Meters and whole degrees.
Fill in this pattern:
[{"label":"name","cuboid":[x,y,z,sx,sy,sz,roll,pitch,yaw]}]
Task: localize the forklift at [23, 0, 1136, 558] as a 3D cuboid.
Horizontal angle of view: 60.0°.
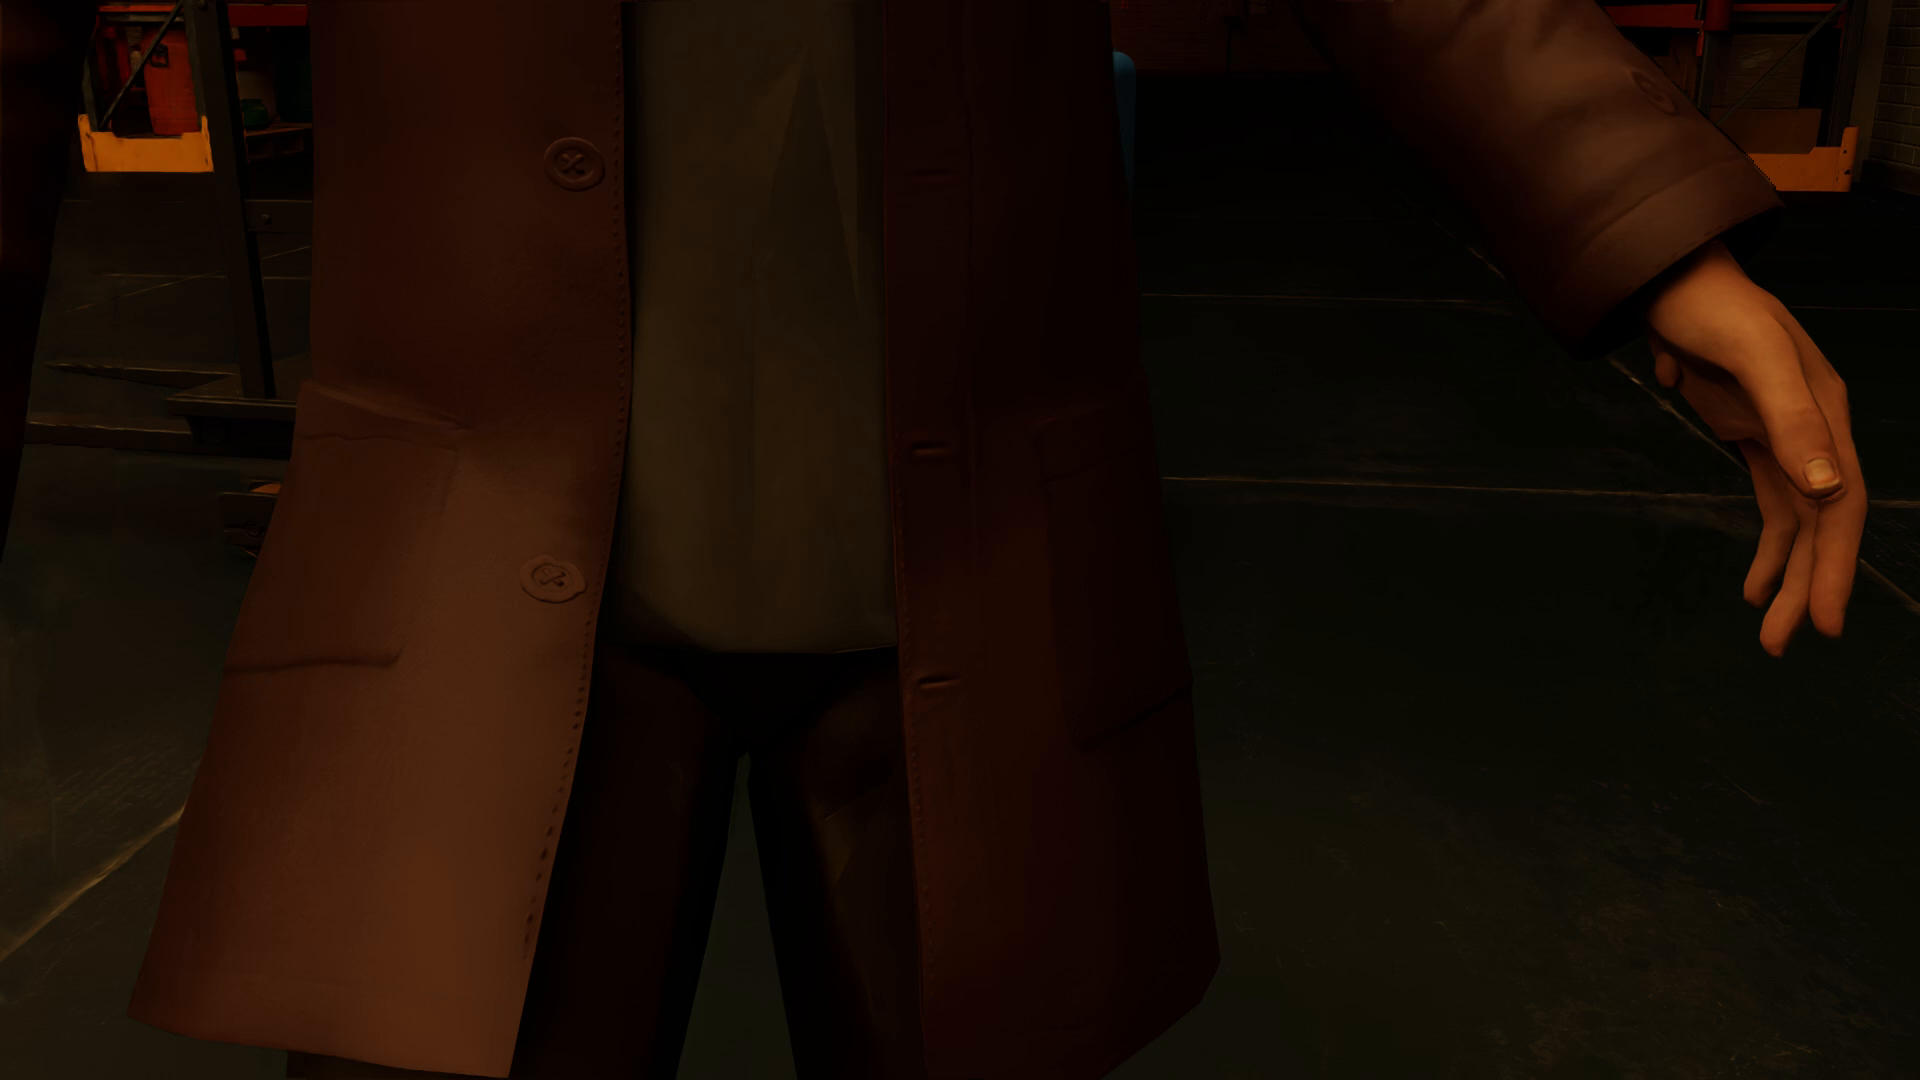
[{"label":"forklift","cuboid":[-1.148,-1.490,3.678,3.031,2.935,1.130,4,18,13]}]
